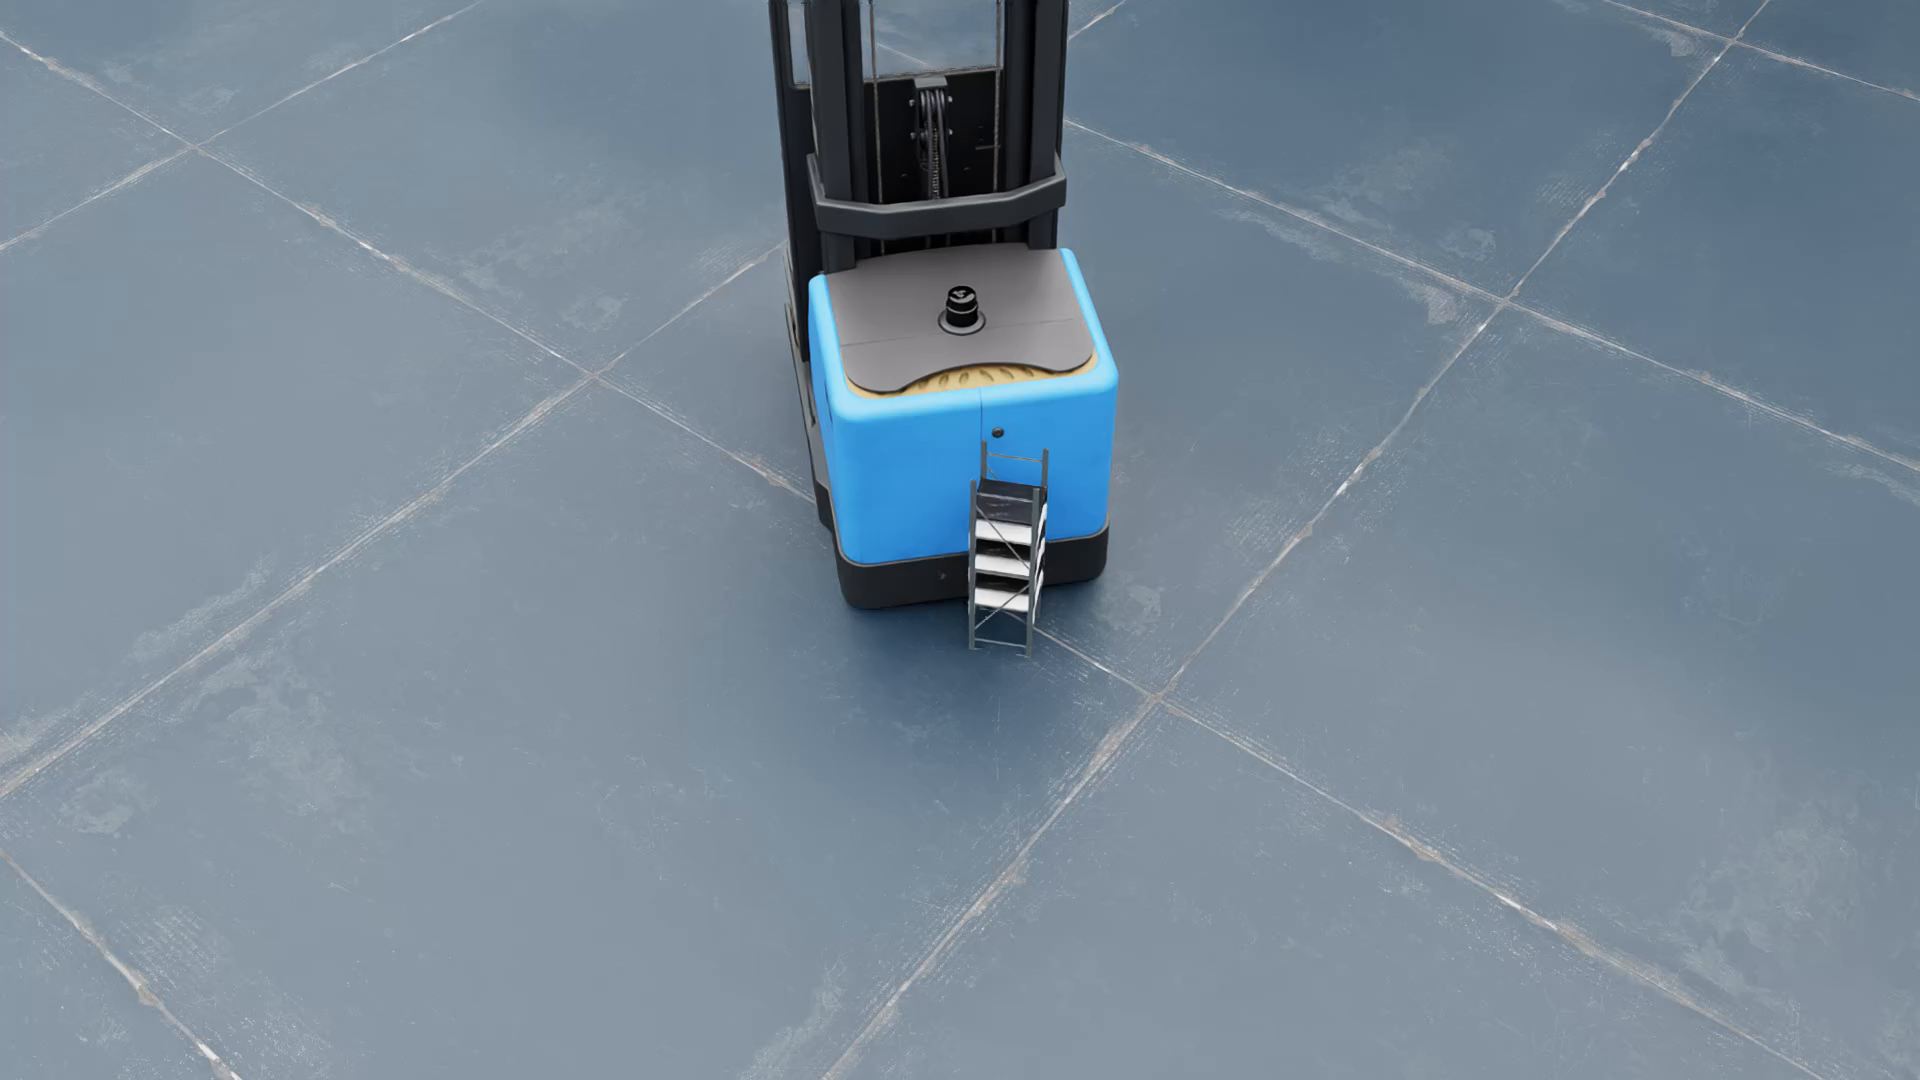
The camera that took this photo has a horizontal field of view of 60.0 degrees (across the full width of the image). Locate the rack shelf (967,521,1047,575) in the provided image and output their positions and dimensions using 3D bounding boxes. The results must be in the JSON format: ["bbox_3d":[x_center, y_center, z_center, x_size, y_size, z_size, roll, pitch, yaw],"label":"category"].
[{"bbox_3d":[0.173,0.010,6.040,0.258,0.077,0.200,8,47,8],"label":"rack shelf"}]

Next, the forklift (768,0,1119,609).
[{"bbox_3d":[-0.191,-1.830,6.472,1.130,2.935,3.031,-7,47,-7],"label":"forklift"}]

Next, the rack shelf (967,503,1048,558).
[{"bbox_3d":[0.173,-0.052,5.974,0.258,0.077,0.200,8,47,8],"label":"rack shelf"}]

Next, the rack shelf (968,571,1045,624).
[{"bbox_3d":[0.173,0.197,6.235,0.258,0.077,0.200,8,47,8],"label":"rack shelf"}]

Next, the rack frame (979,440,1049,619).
[{"bbox_3d":[0.193,-0.023,6.149,0.240,0.900,0.006,8,47,8],"label":"rack frame"}]

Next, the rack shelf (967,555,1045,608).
[{"bbox_3d":[0.173,0.135,6.170,0.258,0.077,0.200,8,47,8],"label":"rack shelf"}]

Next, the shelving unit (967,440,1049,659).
[{"bbox_3d":[0.173,0.049,6.080,0.258,0.900,0.210,8,47,8],"label":"shelving unit"}]

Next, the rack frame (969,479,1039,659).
[{"bbox_3d":[0.153,0.122,6.012,0.240,0.900,0.006,8,47,8],"label":"rack frame"}]

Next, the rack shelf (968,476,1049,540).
[{"bbox_3d":[0.173,-0.114,5.909,0.258,0.077,0.200,8,47,8],"label":"rack shelf"}]

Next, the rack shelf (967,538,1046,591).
[{"bbox_3d":[0.173,0.072,6.105,0.258,0.077,0.200,8,47,8],"label":"rack shelf"}]
